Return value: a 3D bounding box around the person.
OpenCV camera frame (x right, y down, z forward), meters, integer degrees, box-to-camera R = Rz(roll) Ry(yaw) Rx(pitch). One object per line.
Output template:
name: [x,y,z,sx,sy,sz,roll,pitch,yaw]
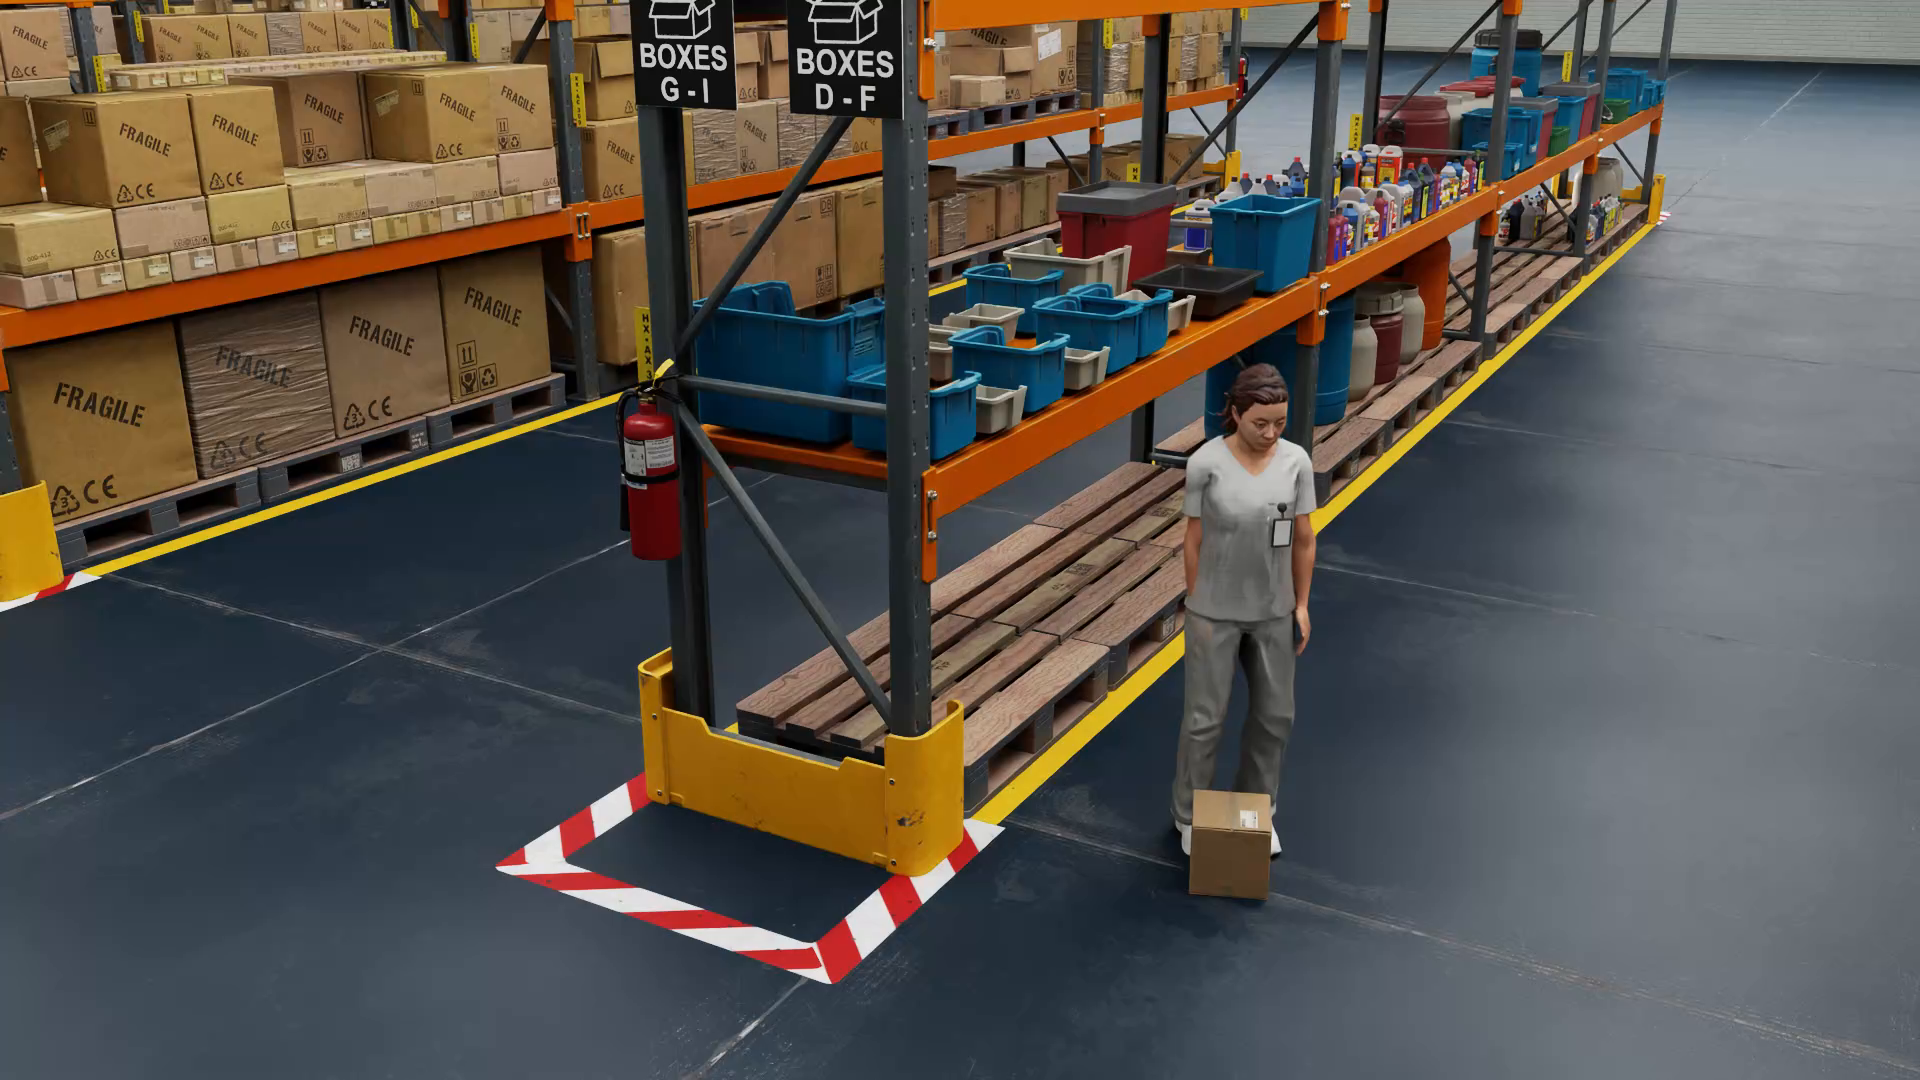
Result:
person: [0.929,0.232,5.437,0.444,1.671,0.358,-2,20,-6]
